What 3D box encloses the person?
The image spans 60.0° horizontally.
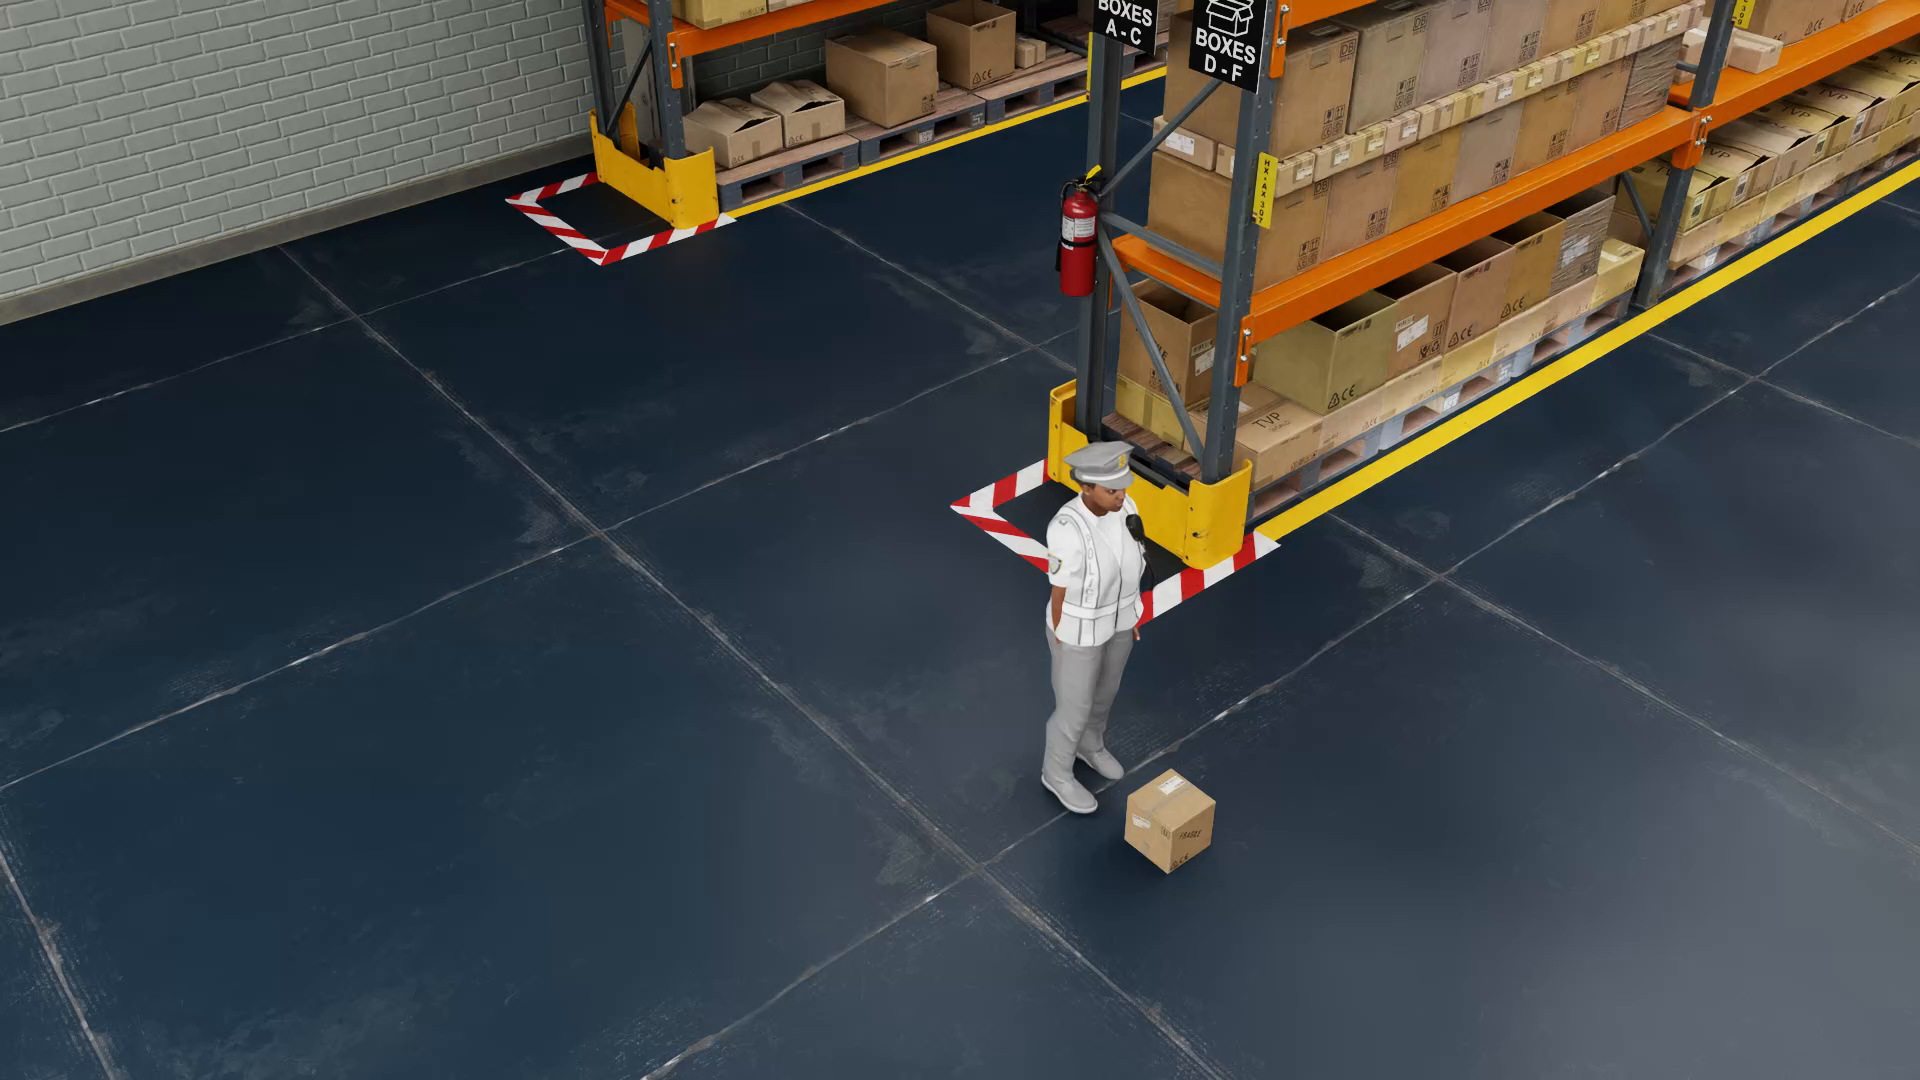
[{"bbox_3d":[0.539,0.346,6.607,0.436,1.705,0.362,-25,43,-30],"label":"person"}]
